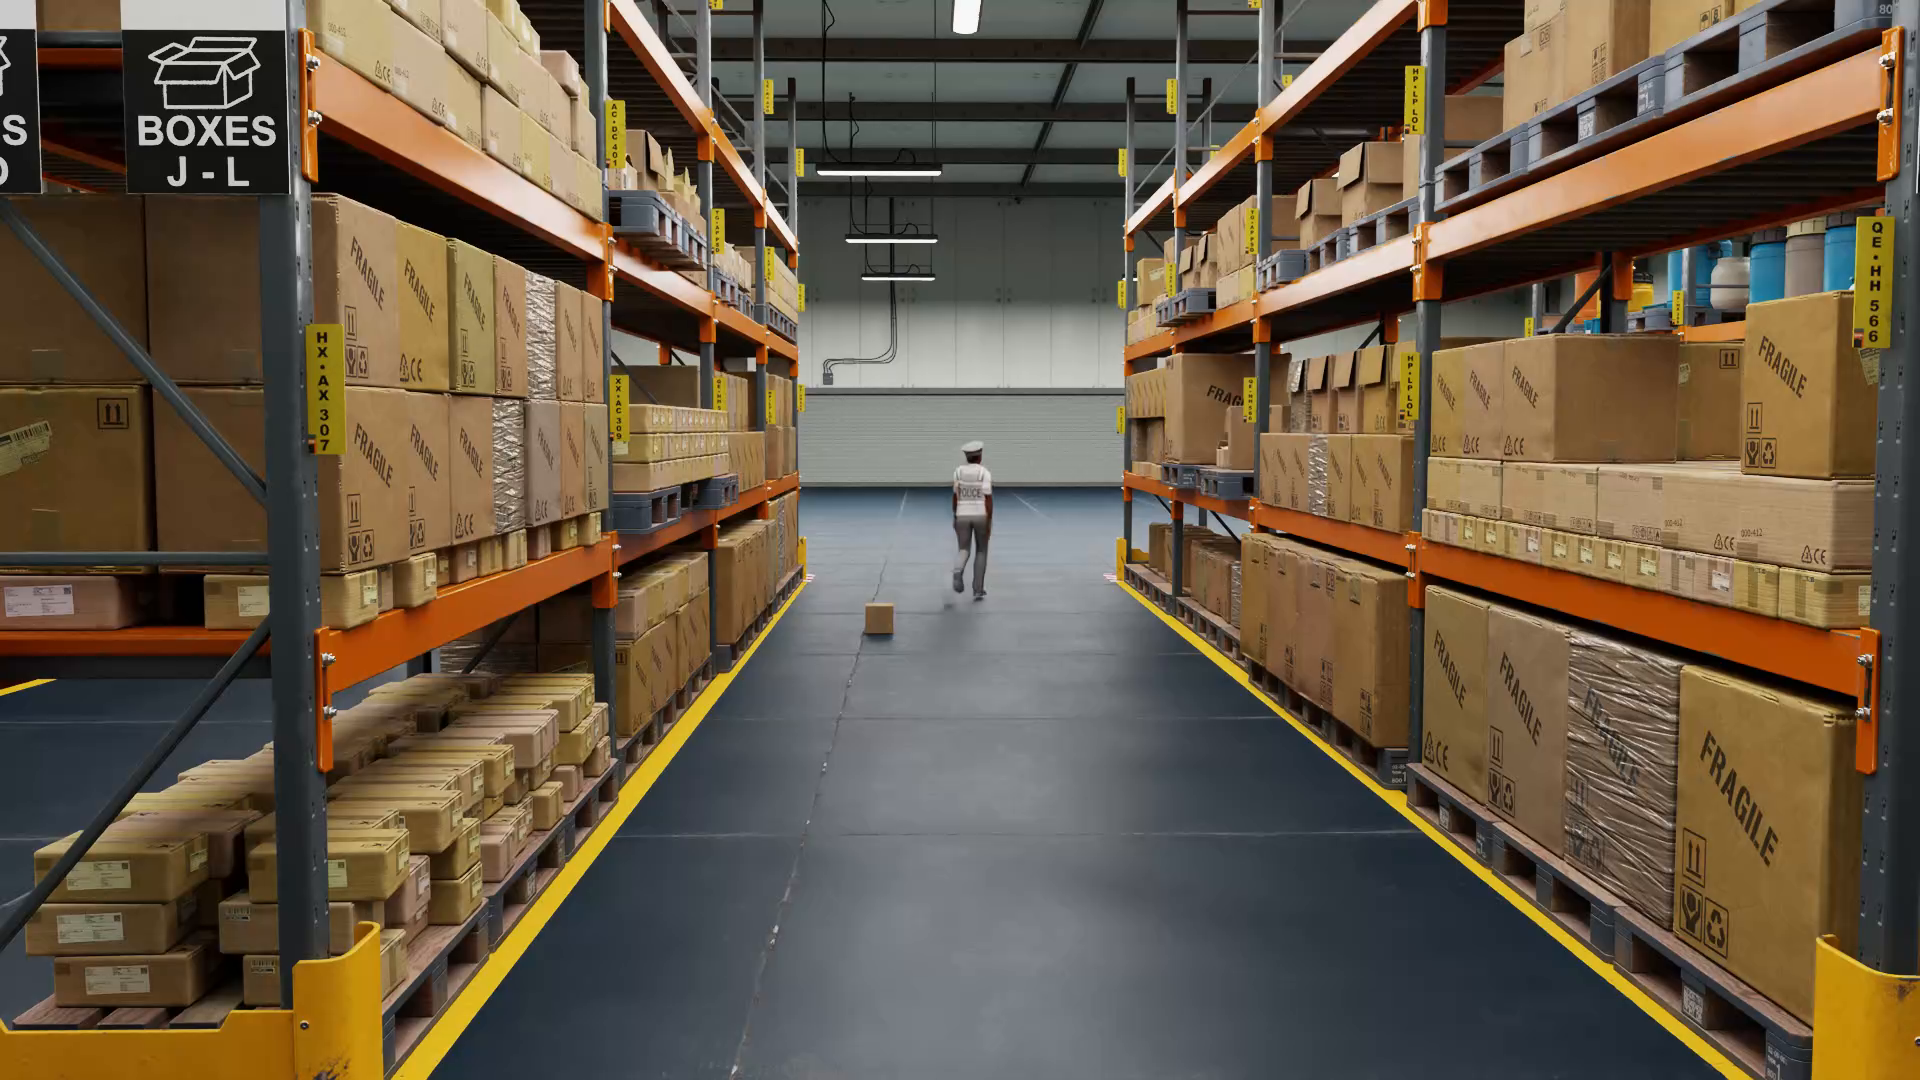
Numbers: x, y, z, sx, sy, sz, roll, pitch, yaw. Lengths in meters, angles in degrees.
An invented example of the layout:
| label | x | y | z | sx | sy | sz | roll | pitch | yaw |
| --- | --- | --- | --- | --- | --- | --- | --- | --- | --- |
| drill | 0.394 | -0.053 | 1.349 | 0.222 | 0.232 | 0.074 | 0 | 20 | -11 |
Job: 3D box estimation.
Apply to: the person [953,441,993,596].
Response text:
| label | x | y | z | sx | sy | sz | roll | pitch | yaw |
| --- | --- | --- | --- | --- | --- | --- | --- | --- | --- |
| person | 0.123 | -0.226 | 17.838 | 0.460 | 1.672 | 0.628 | 1 | 4 | 16 |
